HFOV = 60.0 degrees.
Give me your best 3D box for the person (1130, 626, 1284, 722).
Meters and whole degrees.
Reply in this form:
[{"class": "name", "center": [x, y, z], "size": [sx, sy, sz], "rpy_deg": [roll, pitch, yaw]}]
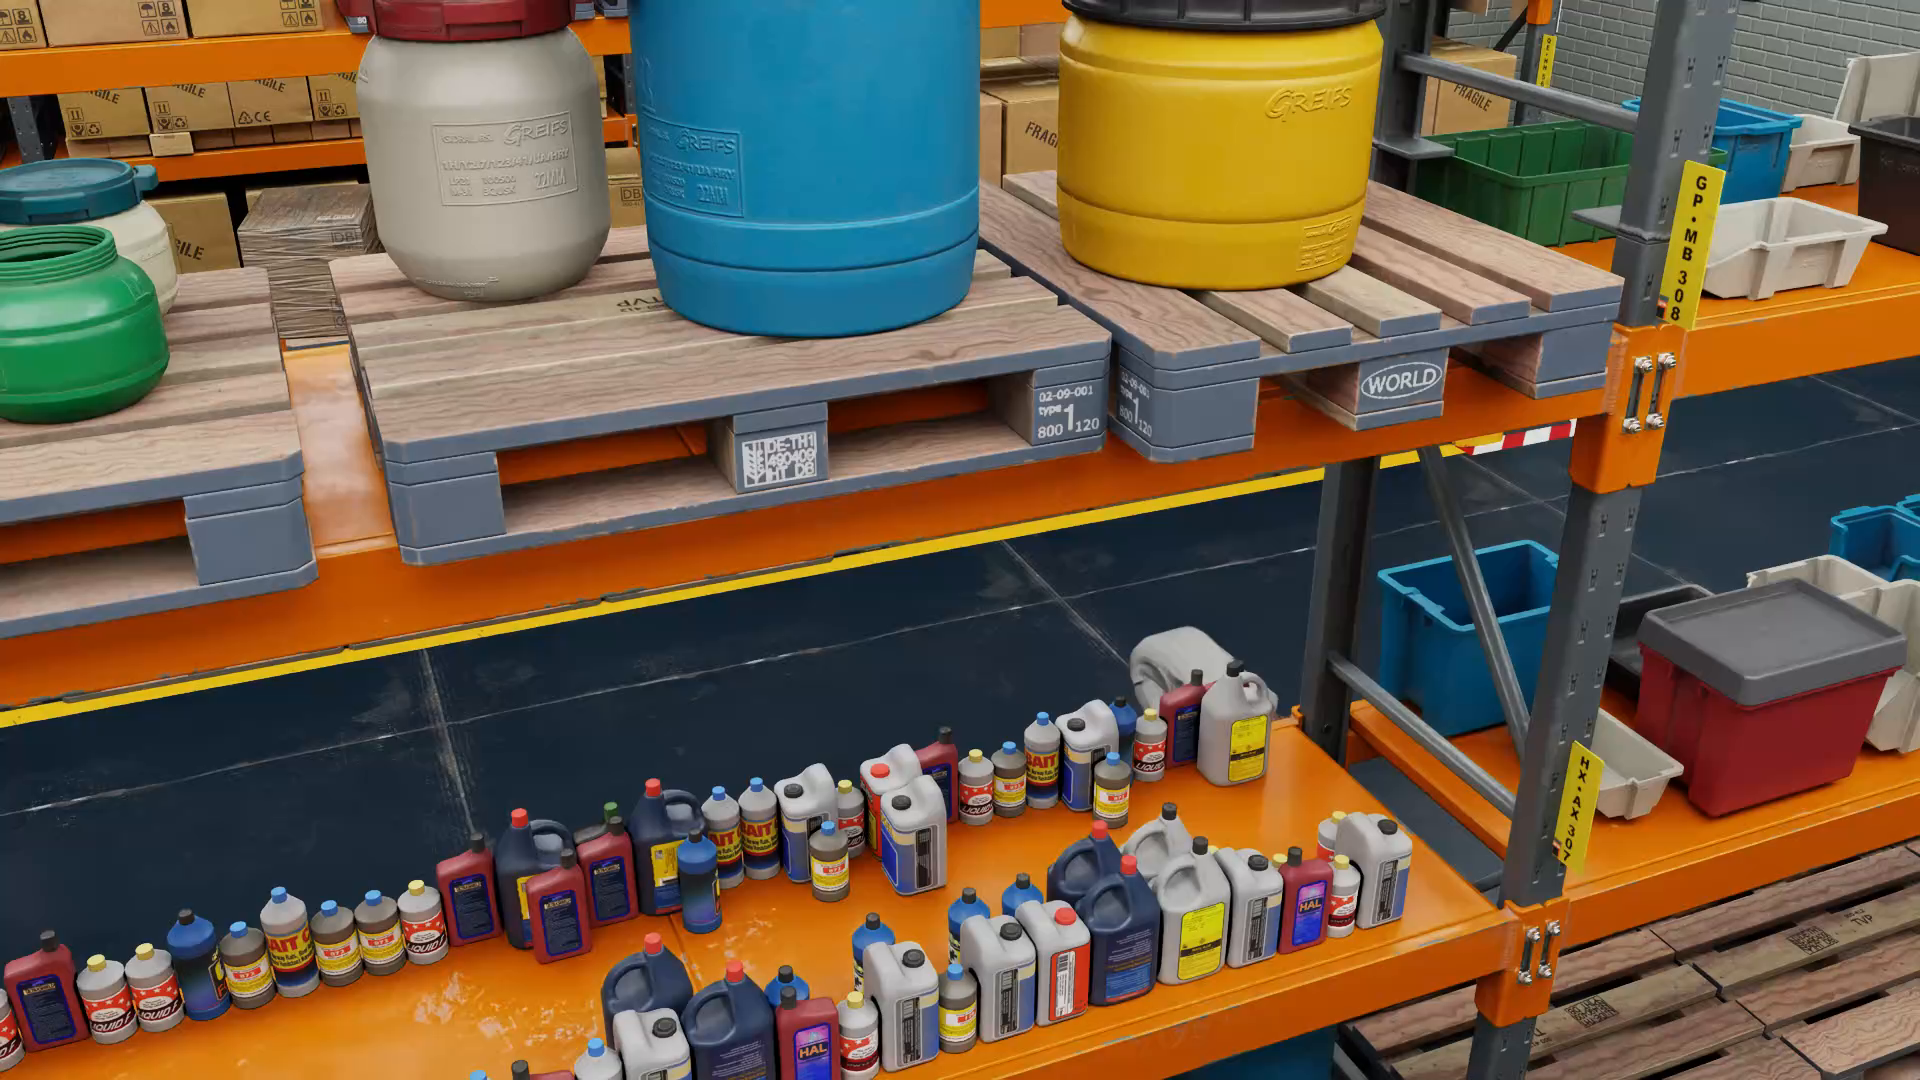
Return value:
[{"class": "person", "center": [0.984, 0.785, 6.532], "size": [0.423, 0.760, 0.873], "rpy_deg": [-12, 29, -22]}]
